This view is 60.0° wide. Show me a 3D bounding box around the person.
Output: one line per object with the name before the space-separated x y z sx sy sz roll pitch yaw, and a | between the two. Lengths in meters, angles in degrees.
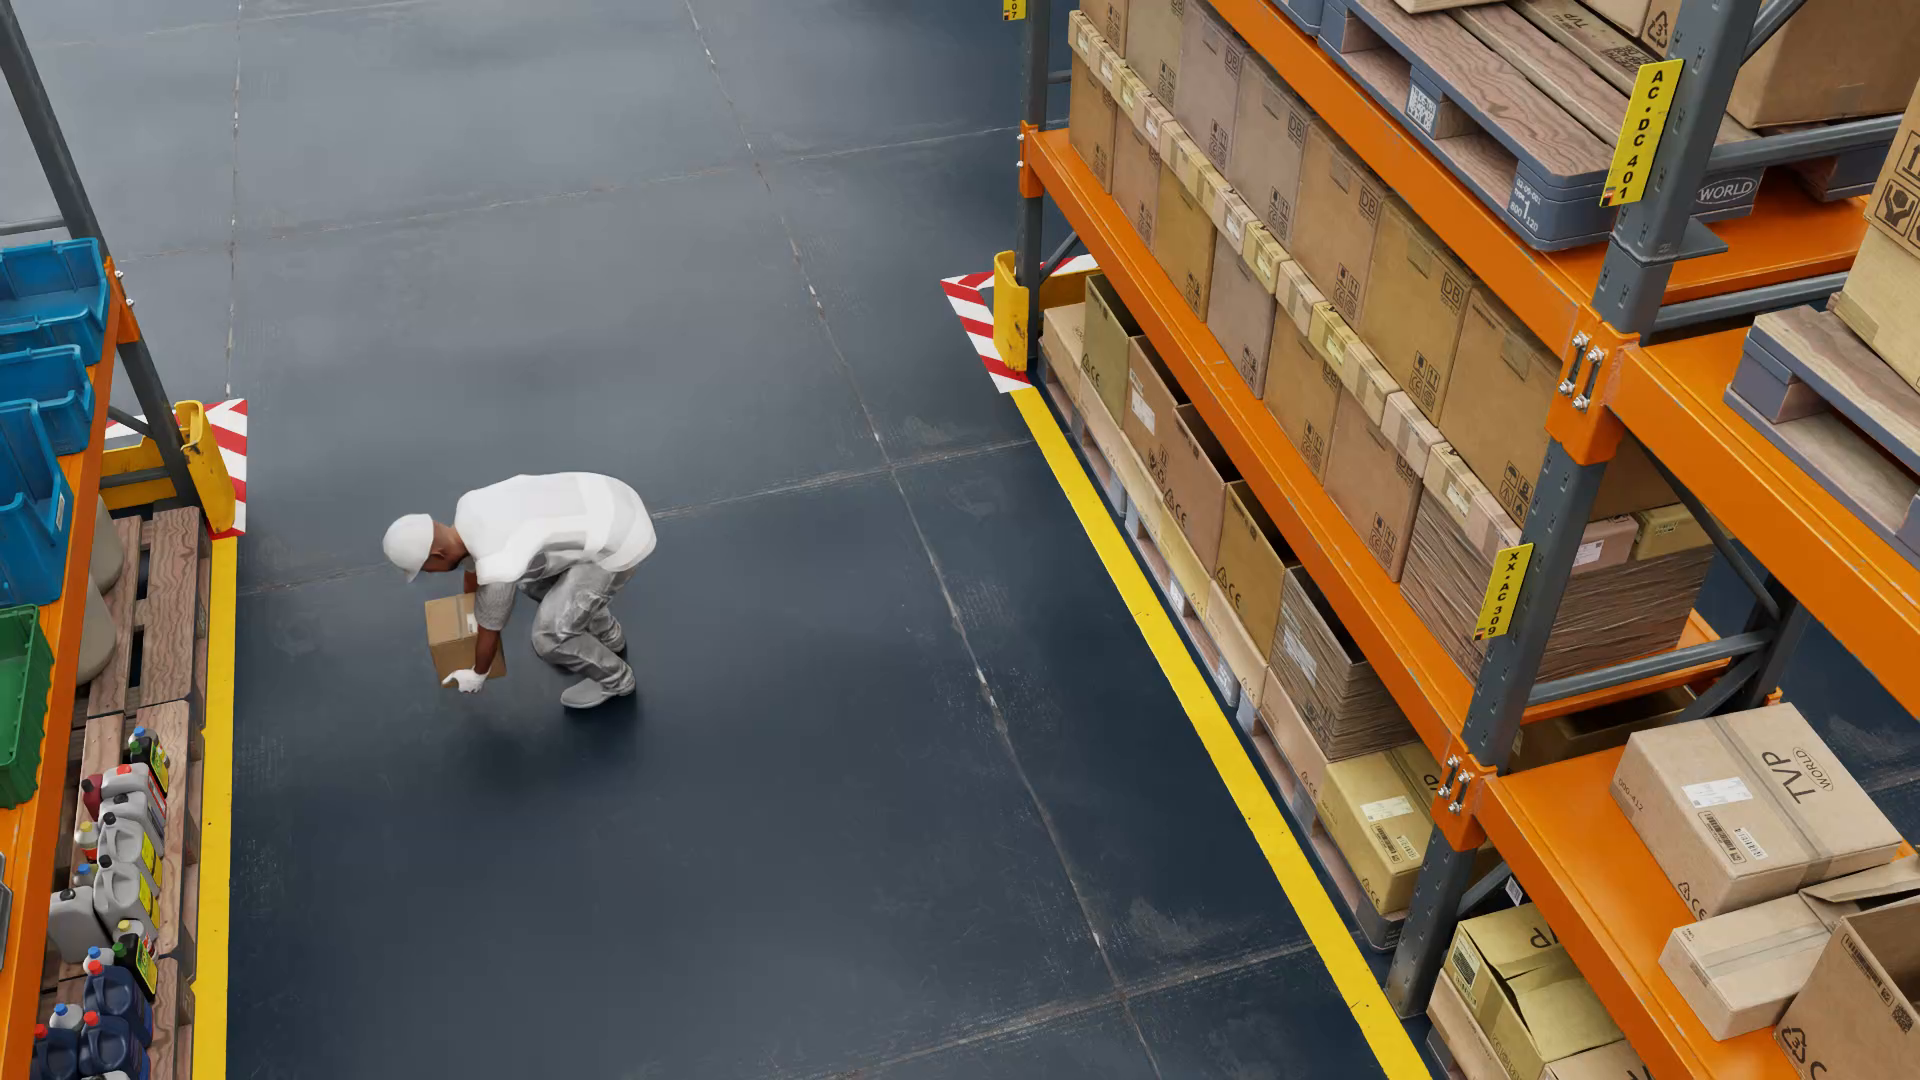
person | -1.653 0.213 6.481 0.976 1.017 0.548 -14 44 -15
